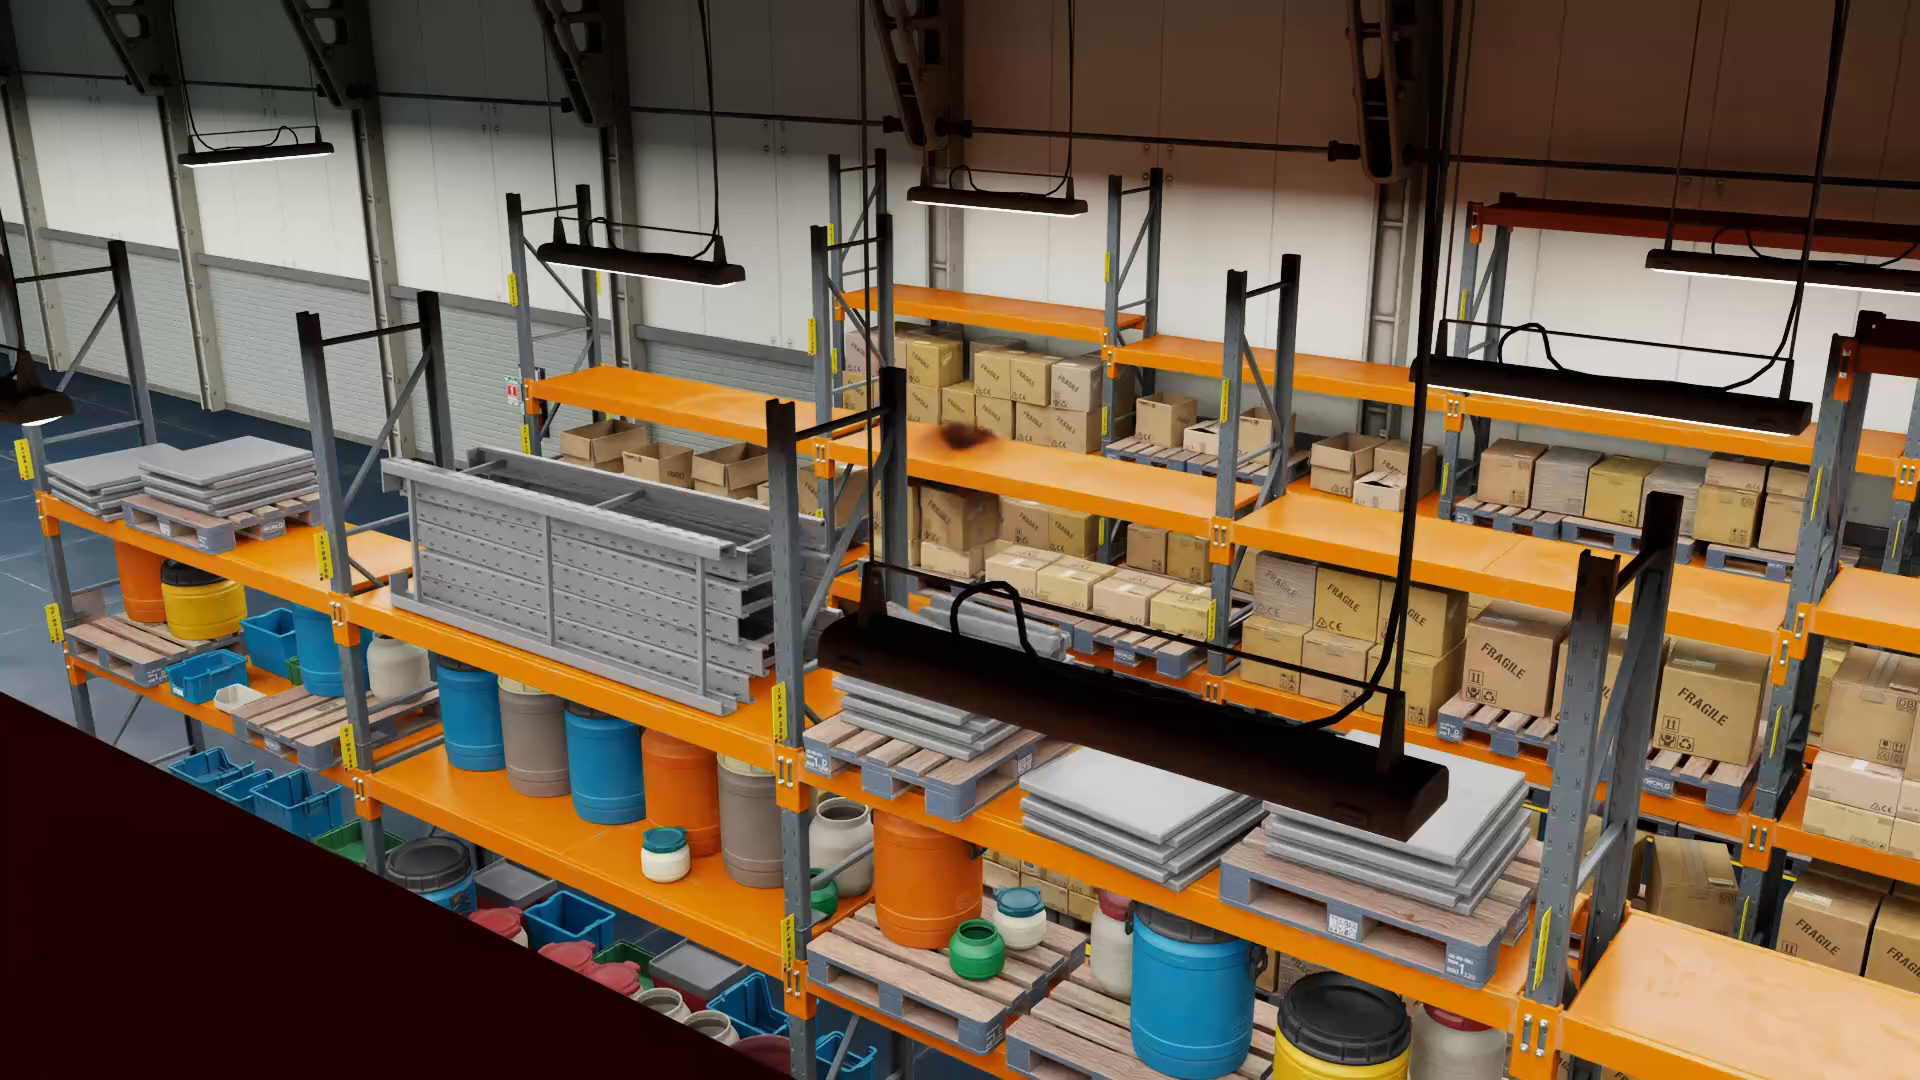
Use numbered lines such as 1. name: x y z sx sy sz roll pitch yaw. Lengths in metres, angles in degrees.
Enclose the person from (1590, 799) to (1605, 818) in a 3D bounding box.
1. person: 5.350 2.729 14.161 0.573 1.801 0.614 -16 24 -39
